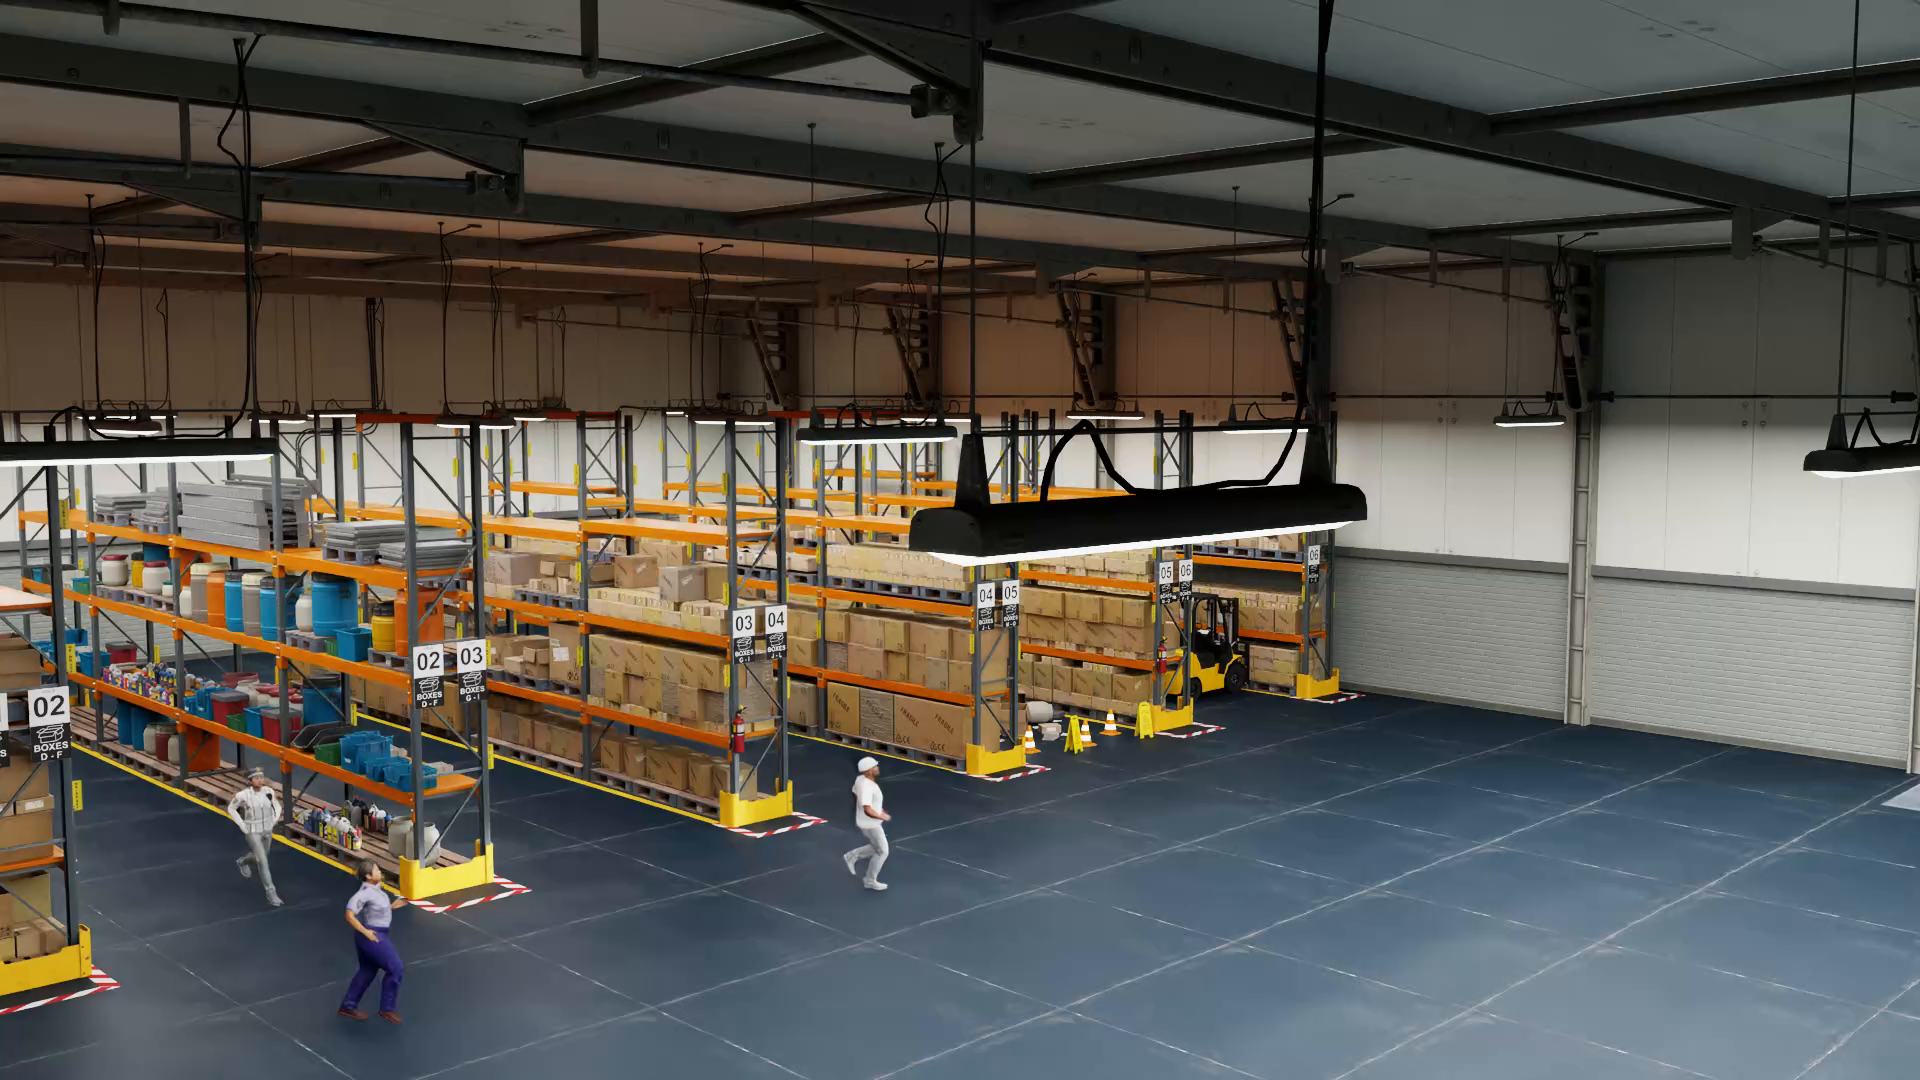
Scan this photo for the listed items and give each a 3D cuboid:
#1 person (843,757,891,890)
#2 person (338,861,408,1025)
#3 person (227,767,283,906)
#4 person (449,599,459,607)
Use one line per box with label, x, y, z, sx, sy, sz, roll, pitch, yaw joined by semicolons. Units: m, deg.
person;-1.197;3.628;21.317;0.584;1.719;0.747;-1;5;-13
person;-5.899;4.065;16.739;0.680;1.682;0.583;-2;5;-22
person;-8.842;3.684;20.972;1.040;1.700;0.585;4;6;35
person;-12.021;2.088;39.713;0.638;1.640;0.532;2;5;18
